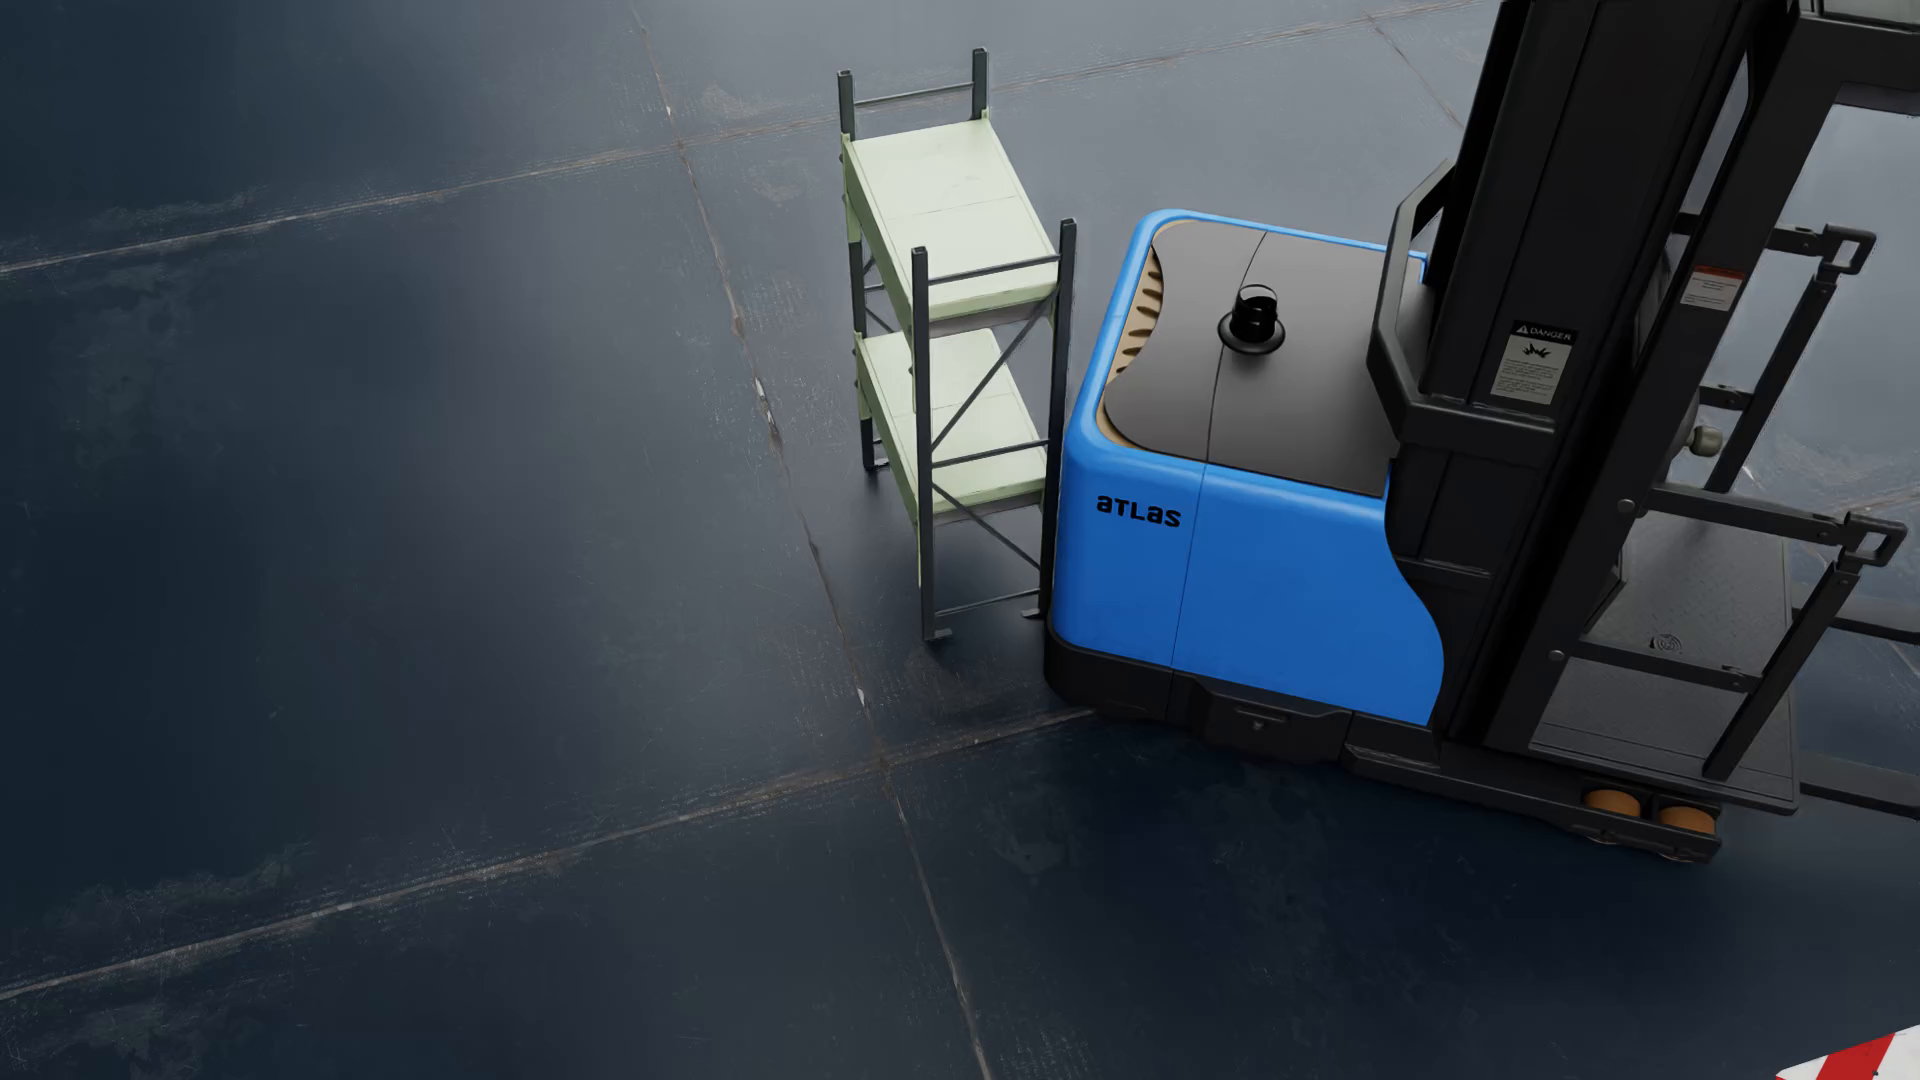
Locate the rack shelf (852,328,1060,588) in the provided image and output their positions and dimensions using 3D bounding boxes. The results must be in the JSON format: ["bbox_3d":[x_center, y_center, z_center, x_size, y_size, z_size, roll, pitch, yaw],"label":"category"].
[{"bbox_3d":[-0.021,-0.288,4.938,0.431,0.370,0.720,-13,51,-10],"label":"rack shelf"}]

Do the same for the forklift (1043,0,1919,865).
[{"bbox_3d":[1.817,-0.528,3.778,3.031,2.935,1.130,12,51,10],"label":"forklift"}]

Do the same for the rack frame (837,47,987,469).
[{"bbox_3d":[-0.123,-0.766,4.915,0.400,1.500,0.023,-13,51,-10],"label":"rack frame"}]

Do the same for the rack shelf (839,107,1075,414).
[{"bbox_3d":[-0.021,-0.749,4.390,0.431,0.370,0.720,-13,51,-10],"label":"rack shelf"}]

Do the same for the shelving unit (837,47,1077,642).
[{"bbox_3d":[-0.021,-0.498,4.689,0.431,1.500,0.755,-13,51,-10],"label":"shelving unit"}]

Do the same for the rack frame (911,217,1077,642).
[{"bbox_3d":[0.082,-0.229,4.462,0.400,1.500,0.023,-13,51,-10],"label":"rack frame"}]
